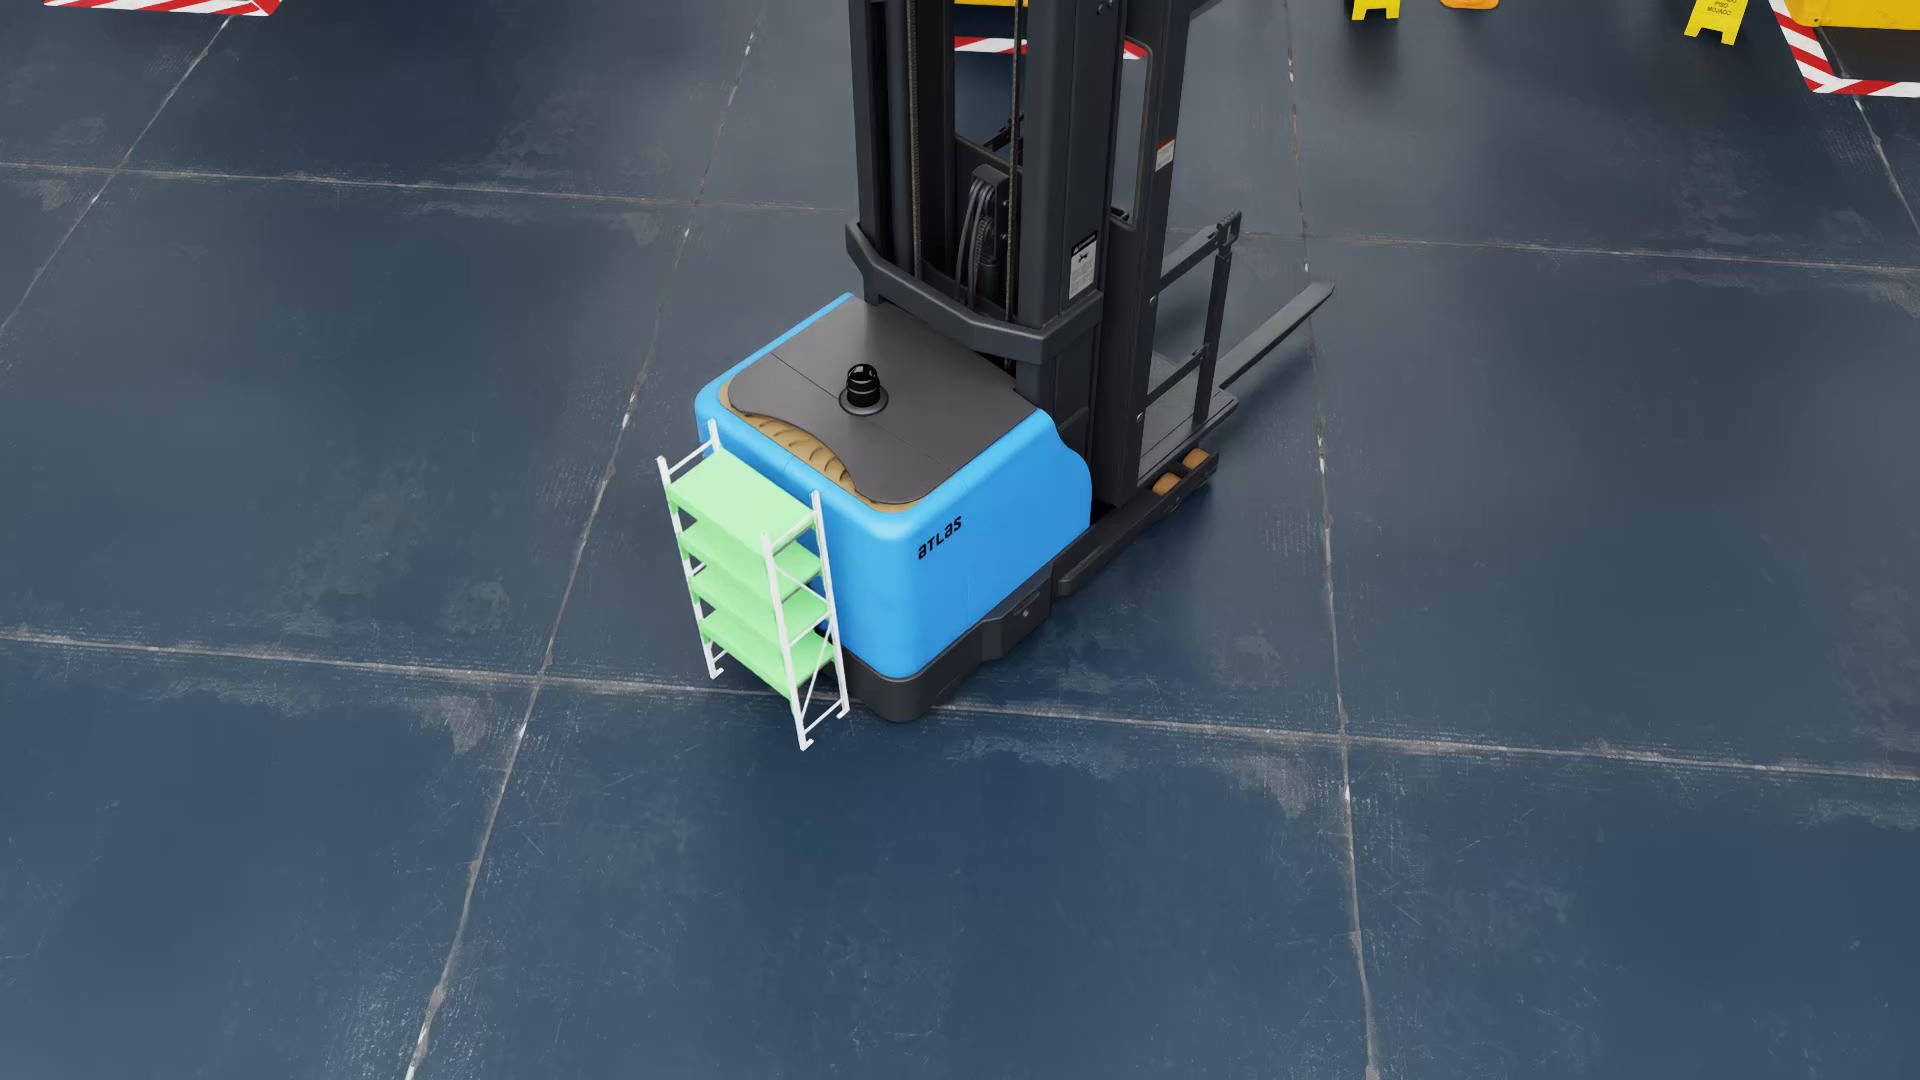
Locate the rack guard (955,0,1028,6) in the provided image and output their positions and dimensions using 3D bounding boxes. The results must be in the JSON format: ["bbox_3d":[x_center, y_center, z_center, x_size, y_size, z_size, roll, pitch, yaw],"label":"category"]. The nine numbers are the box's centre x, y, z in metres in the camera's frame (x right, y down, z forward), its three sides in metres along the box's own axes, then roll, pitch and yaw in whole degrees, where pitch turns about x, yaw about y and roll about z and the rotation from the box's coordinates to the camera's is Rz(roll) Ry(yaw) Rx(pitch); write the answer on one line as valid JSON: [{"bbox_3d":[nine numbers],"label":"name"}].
[{"bbox_3d":[0.381,-3.352,9.477,1.175,0.500,0.348,4,48,4],"label":"rack guard"}]

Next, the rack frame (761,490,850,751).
[{"bbox_3d":[-0.513,0.305,5.650,0.015,1.200,0.240,34,59,27],"label":"rack frame"}]

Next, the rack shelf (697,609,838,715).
[{"bbox_3d":[-0.684,0.381,5.992,0.480,0.148,0.258,34,59,27],"label":"rack shelf"}]

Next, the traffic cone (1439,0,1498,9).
[{"bbox_3d":[2.940,-3.326,9.479,0.336,0.463,0.334,4,48,4],"label":"traffic cone"}]

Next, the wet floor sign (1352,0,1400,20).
[{"bbox_3d":[2.352,-3.265,9.299,0.267,0.644,0.232,-4,48,-3],"label":"wet floor sign"}]

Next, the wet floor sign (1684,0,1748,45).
[{"bbox_3d":[4.239,-3.093,9.141,0.267,0.644,0.232,19,50,17],"label":"wet floor sign"}]

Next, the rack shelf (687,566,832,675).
[{"bbox_3d":[-0.691,0.225,5.809,0.480,0.148,0.258,34,59,27],"label":"rack shelf"}]

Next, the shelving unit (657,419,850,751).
[{"bbox_3d":[-0.693,0.184,5.761,0.503,1.200,0.258,34,59,27],"label":"shelving unit"}]

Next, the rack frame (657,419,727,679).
[{"bbox_3d":[-0.873,0.063,5.872,0.015,1.200,0.240,34,59,27],"label":"rack frame"}]

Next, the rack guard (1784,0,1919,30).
[{"bbox_3d":[5.328,-3.167,9.308,1.175,0.500,0.348,4,48,4],"label":"rack guard"}]

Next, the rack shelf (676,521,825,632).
[{"bbox_3d":[-0.698,0.069,5.627,0.480,0.148,0.258,34,59,27],"label":"rack shelf"}]

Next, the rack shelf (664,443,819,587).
[{"bbox_3d":[-0.706,-0.087,5.445,0.480,0.148,0.258,34,59,27],"label":"rack shelf"}]

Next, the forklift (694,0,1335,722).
[{"bbox_3d":[0.425,-1.331,5.981,1.130,2.935,3.031,34,56,27],"label":"forklift"}]
